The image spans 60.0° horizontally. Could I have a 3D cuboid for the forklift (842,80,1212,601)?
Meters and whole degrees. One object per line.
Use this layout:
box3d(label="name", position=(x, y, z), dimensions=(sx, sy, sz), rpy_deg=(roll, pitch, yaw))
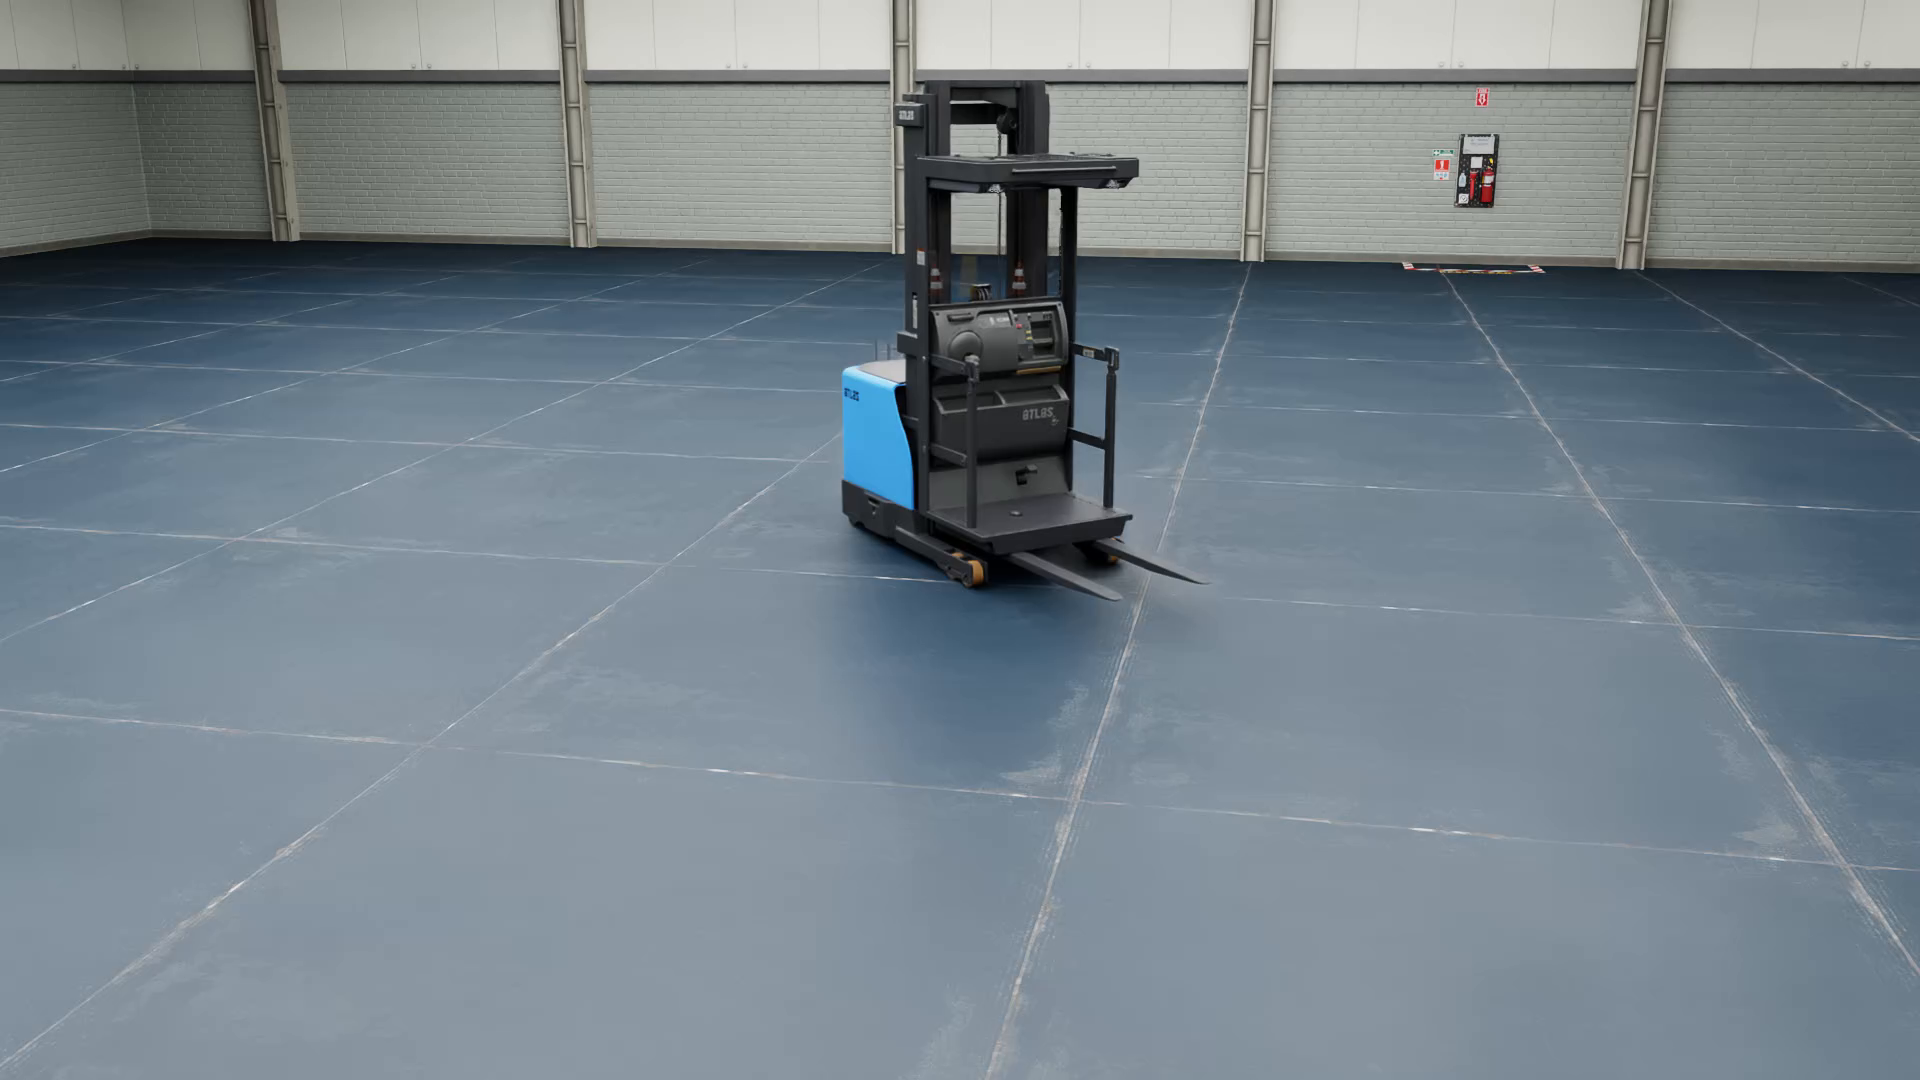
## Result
box3d(label="forklift", position=(0.365, -1.267, 10.075), dimensions=(1.130, 2.935, 3.031), rpy_deg=(-9, 18, -29))

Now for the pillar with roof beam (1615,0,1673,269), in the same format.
box3d(label="pillar with roof beam", position=(9.938, -7.595, 21.554), dimensions=(0.400, 9.000, 9.100), rpy_deg=(3, 16, 11))

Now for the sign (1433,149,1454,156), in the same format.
box3d(label="sign", position=(7.864, -6.298, 27.049), dimensions=(0.331, 0.109, 0.001), rpy_deg=(3, 16, 11))

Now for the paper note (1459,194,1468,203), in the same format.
box3d(label="paper note", position=(8.222, -5.574, 27.147), dimensions=(0.142, 0.148, 0.016), rpy_deg=(3, 16, 11))

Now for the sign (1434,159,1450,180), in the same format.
box3d(label="sign", position=(7.861, -6.045, 27.129), dimensions=(0.234, 0.329, 0.001), rpy_deg=(3, 16, 11))

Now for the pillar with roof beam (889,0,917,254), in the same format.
box3d(label="pillar with roof beam", position=(-1.821, -8.233, 23.858), dimensions=(0.400, 9.000, 9.100), rpy_deg=(3, 16, 11))

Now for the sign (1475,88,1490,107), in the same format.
box3d(label="sign", position=(8.394, -7.115, 26.717), dimensions=(0.199, 0.298, 0.001), rpy_deg=(3, 16, 11))

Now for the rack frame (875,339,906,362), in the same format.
box3d(label="rack frame", position=(-0.486, -0.827, 11.731), dimensions=(0.240, 1.200, 0.006), rpy_deg=(-9, 18, -29))

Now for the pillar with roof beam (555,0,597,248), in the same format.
box3d(label="pillar with roof beam", position=(-7.701, -8.553, 25.010), dimensions=(0.400, 9.000, 9.100), rpy_deg=(3, 16, 11))

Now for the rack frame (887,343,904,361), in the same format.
box3d(label="rack frame", position=(-0.394, -0.785, 11.579), dimensions=(0.240, 1.200, 0.006), rpy_deg=(-9, 18, -29))

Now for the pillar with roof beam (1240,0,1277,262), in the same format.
box3d(label="pillar with roof beam", position=(4.059, -7.914, 22.706), dimensions=(0.400, 9.000, 9.100), rpy_deg=(3, 16, 11))

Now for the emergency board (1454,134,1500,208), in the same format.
box3d(label="emergency board", position=(8.382, -5.972, 26.931), dimensions=(0.643, 1.169, 0.194), rpy_deg=(3, 16, 11))

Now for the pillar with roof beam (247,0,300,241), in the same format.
box3d(label="pillar with roof beam", position=(-13.580, -8.872, 26.163), dimensions=(0.400, 9.000, 9.100), rpy_deg=(3, 16, 11))

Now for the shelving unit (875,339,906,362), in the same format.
box3d(label="shelving unit", position=(-0.440, -0.806, 11.655), dimensions=(0.258, 1.200, 0.189), rpy_deg=(-9, 18, -29))
